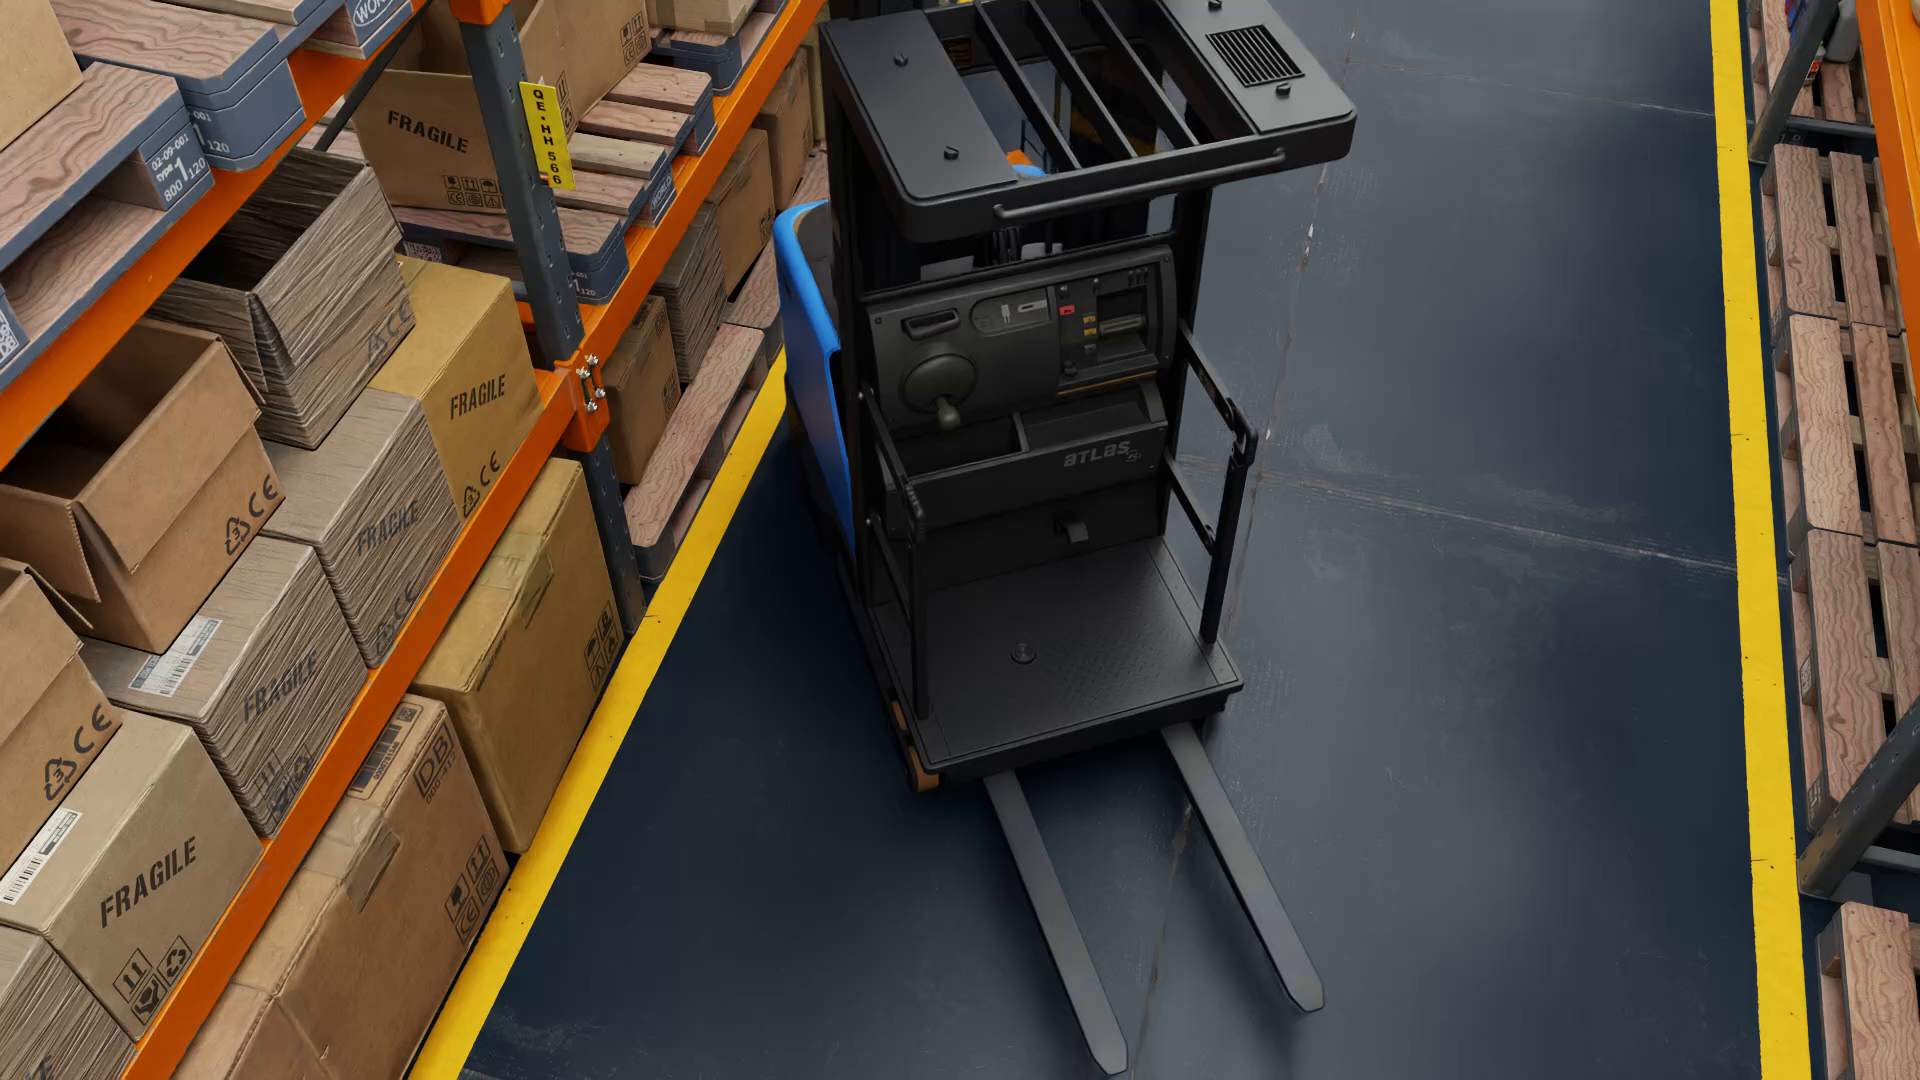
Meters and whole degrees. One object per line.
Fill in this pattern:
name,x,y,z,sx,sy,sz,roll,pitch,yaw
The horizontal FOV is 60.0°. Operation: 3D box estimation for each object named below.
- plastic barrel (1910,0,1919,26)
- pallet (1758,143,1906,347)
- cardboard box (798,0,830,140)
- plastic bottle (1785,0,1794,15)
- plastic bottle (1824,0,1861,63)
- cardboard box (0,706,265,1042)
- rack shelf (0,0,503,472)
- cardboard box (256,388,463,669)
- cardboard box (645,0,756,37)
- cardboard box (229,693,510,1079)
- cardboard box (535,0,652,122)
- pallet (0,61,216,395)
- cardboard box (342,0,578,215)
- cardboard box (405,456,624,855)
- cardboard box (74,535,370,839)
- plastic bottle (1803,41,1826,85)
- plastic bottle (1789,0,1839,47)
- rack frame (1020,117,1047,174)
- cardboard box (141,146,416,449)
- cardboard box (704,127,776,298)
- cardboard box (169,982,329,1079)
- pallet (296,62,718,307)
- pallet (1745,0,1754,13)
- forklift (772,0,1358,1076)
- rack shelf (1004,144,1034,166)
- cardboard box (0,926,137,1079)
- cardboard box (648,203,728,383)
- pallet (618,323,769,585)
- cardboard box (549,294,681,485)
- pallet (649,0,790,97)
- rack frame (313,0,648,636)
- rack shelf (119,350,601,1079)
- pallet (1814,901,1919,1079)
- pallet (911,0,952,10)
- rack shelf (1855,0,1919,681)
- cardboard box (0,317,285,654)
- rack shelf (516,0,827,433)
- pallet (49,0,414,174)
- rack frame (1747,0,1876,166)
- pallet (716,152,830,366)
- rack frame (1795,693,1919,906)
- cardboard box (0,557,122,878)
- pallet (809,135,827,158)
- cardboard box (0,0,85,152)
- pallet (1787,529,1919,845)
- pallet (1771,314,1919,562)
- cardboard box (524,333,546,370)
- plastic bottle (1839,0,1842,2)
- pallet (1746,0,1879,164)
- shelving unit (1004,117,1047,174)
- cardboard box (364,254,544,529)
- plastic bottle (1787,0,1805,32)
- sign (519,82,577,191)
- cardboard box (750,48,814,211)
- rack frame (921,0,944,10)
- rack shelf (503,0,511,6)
plastic barrel,3.737,-2.105,6.017,0.433,0.535,0.433,0,49,0
pallet,4.031,-1.211,7.178,1.003,0.211,1.213,12,50,10
cardboard box,-0.904,-2.224,7.586,0.700,0.500,0.500,11,50,10
plastic bottle,4.145,-2.743,8.189,0.061,0.283,0.133,15,50,13
plastic bottle,4.231,-2.472,7.905,0.144,0.351,0.185,12,50,10
cardboard box,-1.926,0.683,3.580,0.500,0.500,0.500,12,50,11
rack shelf,-2.157,-0.101,2.818,1.077,0.370,4.000,12,50,10
cardboard box,-1.658,-0.061,4.236,0.500,0.500,0.500,11,50,10
cardboard box,-0.967,-2.049,5.878,0.500,0.250,0.500,10,49,9
cardboard box,-2.074,0.909,4.584,1.225,0.875,0.875,12,50,10
cardboard box,-1.476,-1.787,5.480,0.700,0.500,0.500,18,51,16
pallet,-2.040,-0.438,2.761,1.003,0.211,1.213,14,50,12
cardboard box,-1.527,-1.364,5.106,0.500,0.500,0.500,6,49,5
cardboard box,-1.832,0.266,5.152,1.225,0.875,0.875,9,49,8
cardboard box,-1.792,0.315,3.904,0.500,0.500,0.500,10,49,9
plastic bottle,3.996,-2.253,7.810,0.097,0.201,0.097,0,49,0
plastic bottle,4.092,-2.501,7.930,0.144,0.351,0.185,10,49,9
rack frame,0.276,-1.178,6.589,0.008,1.050,0.200,-20,51,-16
cardboard box,-1.838,-0.633,4.072,0.797,0.503,0.637,13,50,11
cardboard box,-1.197,-1.415,6.872,0.700,0.500,0.500,15,50,13
cardboard box,-2.300,1.551,4.018,1.225,0.875,0.875,10,49,9
pallet,-1.546,-1.266,5.495,1.213,0.211,1.003,12,50,10
pallet,4.737,-3.149,8.889,1.003,0.211,1.213,12,50,10
forklift,0.263,-0.485,4.723,1.130,2.935,3.031,-14,50,-12
rack shelf,0.166,-1.319,6.350,0.240,0.259,0.215,-20,51,-16
cardboard box,-2.057,1.058,3.249,0.500,0.500,0.500,11,49,9
cardboard box,-1.340,-1.004,6.509,0.700,0.500,0.500,8,49,7
pallet,-1.423,-0.435,6.493,1.003,0.211,1.213,12,50,10
cardboard box,-1.473,-0.600,6.153,0.700,0.500,0.500,9,49,8
pallet,-1.149,-2.170,6.292,1.003,0.211,1.213,12,50,10
rack frame,-1.630,-0.793,4.949,1.000,3.000,0.127,12,50,10
rack shelf,-2.157,0.891,3.942,1.077,0.370,4.000,12,50,10
pallet,2.981,1.685,4.622,1.003,0.211,1.213,12,50,10
pallet,-0.435,-3.257,8.983,1.003,0.211,1.213,12,50,10
rack shelf,3.674,-1.024,5.633,1.077,0.370,4.000,12,50,10
cardboard box,-2.013,-0.162,3.656,0.797,0.503,0.637,13,50,11
rack shelf,-1.104,-2.002,6.496,1.077,0.370,4.000,12,50,10
pallet,-1.749,-1.247,3.475,1.213,0.211,1.003,14,50,12
rack frame,4.201,-2.709,6.640,1.000,3.000,0.127,12,50,10
pallet,-1.100,-1.315,7.270,1.003,0.211,1.213,12,50,10
rack frame,3.148,0.184,4.087,1.000,3.000,0.127,12,50,10
cardboard box,-2.183,0.325,3.227,0.797,0.503,0.637,13,50,11
pallet,-0.781,-2.200,8.051,1.003,0.211,1.213,12,50,10
cardboard box,-1.864,-0.861,2.662,0.500,0.500,0.500,14,50,12
pallet,3.389,0.554,5.620,1.003,0.211,1.213,12,50,10
pallet,3.712,-0.325,6.396,1.003,0.211,1.213,12,50,10
cardboard box,-1.483,-0.850,5.873,0.500,0.250,0.500,13,50,12
plastic bottle,4.292,-2.604,8.071,0.152,0.276,0.135,12,50,10
pallet,4.418,-2.264,8.107,1.003,0.211,1.213,12,50,10
shelving unit,0.166,-1.138,6.555,0.252,1.050,0.215,-20,51,-16
cardboard box,-1.521,-0.420,4.554,0.500,0.500,0.500,13,50,11
plastic bottle,4.143,-2.640,8.052,0.144,0.351,0.185,9,49,8
sign,-1.094,-1.069,4.421,0.100,0.325,0.005,12,50,10
cardboard box,-1.051,-1.819,7.229,0.700,0.500,0.500,8,49,7
rack frame,-0.578,-3.686,7.503,1.000,3.000,0.127,12,50,10
rack shelf,-1.104,-2.994,5.371,1.077,0.370,4.000,12,50,10
